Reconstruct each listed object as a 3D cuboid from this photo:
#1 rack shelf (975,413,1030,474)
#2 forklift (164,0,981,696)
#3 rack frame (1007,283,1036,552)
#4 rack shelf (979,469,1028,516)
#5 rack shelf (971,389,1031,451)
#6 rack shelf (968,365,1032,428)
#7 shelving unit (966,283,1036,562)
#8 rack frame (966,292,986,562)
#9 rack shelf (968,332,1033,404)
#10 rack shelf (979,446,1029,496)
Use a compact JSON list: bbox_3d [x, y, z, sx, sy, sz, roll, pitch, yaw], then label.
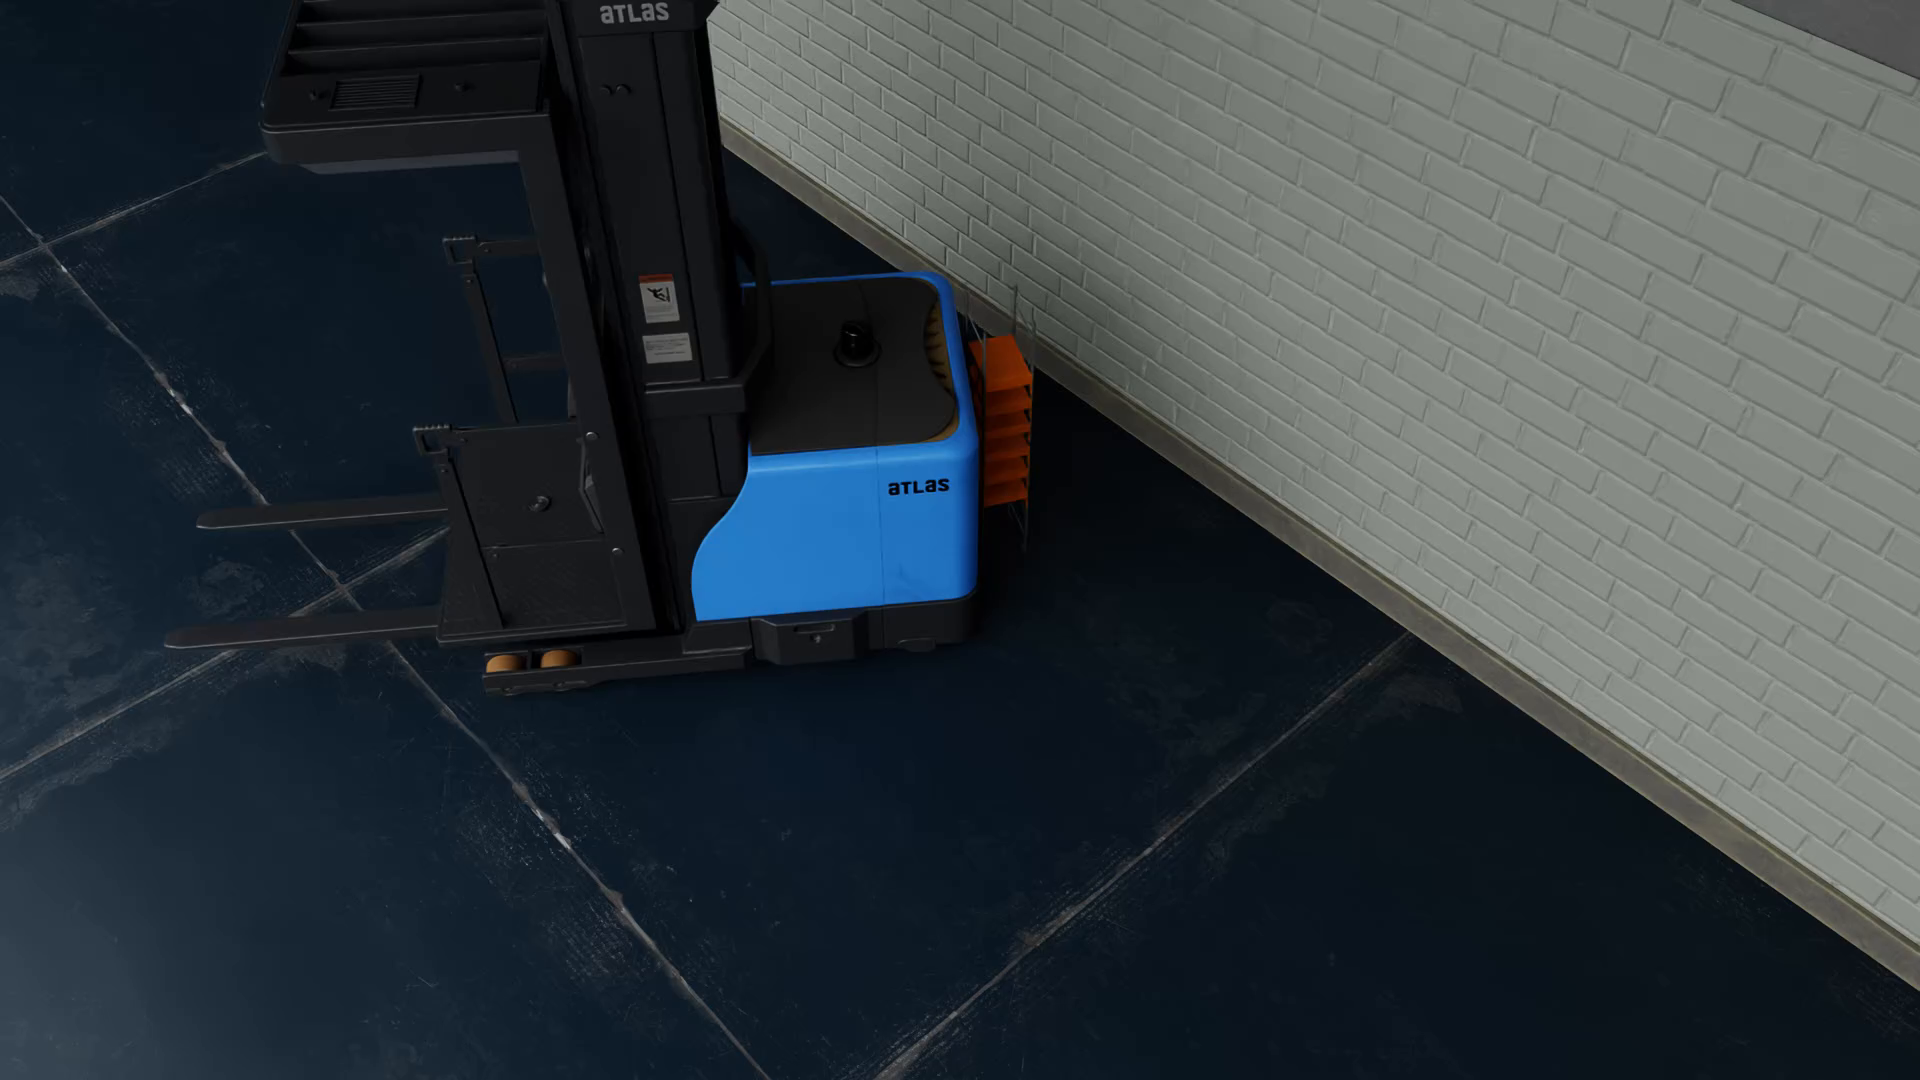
[{"bbox_3d":[0.145,-0.393,6.409,0.180,0.103,0.258,-12,48,-11],"label":"rack shelf"},{"bbox_3d":[-1.474,-0.821,5.566,3.031,2.935,1.130,-5,47,-4],"label":"forklift"},{"bbox_3d":[0.233,-0.441,6.394,0.006,1.200,0.240,-12,48,-11],"label":"rack frame"},{"bbox_3d":[0.145,-0.230,6.586,0.180,0.103,0.258,-12,48,-11],"label":"rack shelf"},{"bbox_3d":[0.145,-0.474,6.321,0.180,0.103,0.258,-12,48,-11],"label":"rack shelf"},{"bbox_3d":[0.145,-0.555,6.233,0.180,0.103,0.258,-12,48,-11],"label":"rack shelf"},{"bbox_3d":[0.145,-0.423,6.377,0.189,1.200,0.258,-12,48,-11],"label":"shelving unit"},{"bbox_3d":[0.057,-0.404,6.359,0.006,1.200,0.240,-12,48,-11],"label":"rack frame"},{"bbox_3d":[0.145,-0.637,6.145,0.180,0.103,0.258,-12,48,-11],"label":"rack shelf"},{"bbox_3d":[0.145,-0.311,6.498,0.180,0.103,0.258,-12,48,-11],"label":"rack shelf"}]
